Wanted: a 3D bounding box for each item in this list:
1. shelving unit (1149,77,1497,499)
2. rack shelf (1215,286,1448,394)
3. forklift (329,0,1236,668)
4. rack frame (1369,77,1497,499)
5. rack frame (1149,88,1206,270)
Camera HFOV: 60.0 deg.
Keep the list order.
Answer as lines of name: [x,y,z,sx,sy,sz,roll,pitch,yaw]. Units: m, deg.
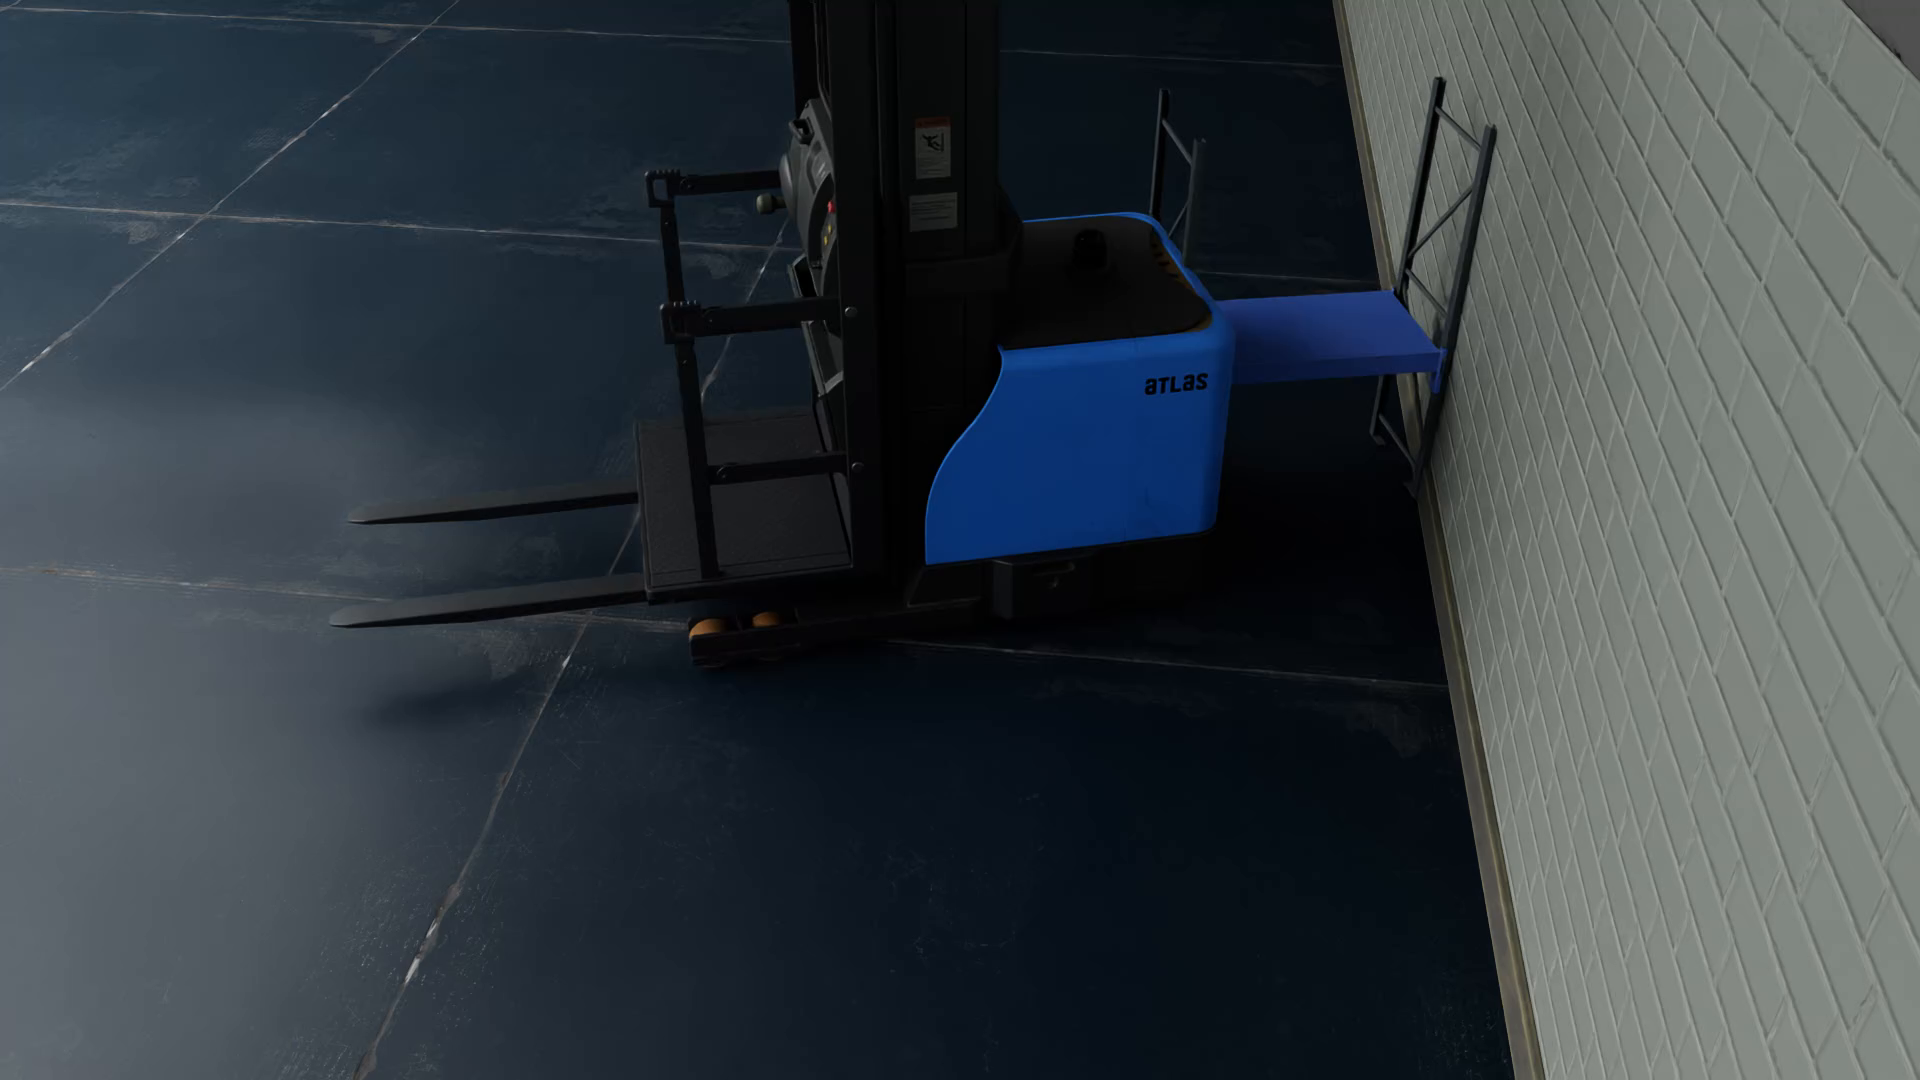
shelving unit: [1.248,-0.874,6.156,1.048,1.500,0.538,-5,36,-8]
rack shelf: [1.246,-0.728,6.260,1.000,0.185,0.538,-5,36,-8]
forklift: [-0.658,-1.095,5.261,3.031,2.935,1.130,-7,36,-9]
rack frame: [1.750,-0.914,6.223,0.032,1.500,0.500,-5,36,-8]
rack frame: [0.746,-0.835,6.088,0.032,1.500,0.500,-5,36,-8]
